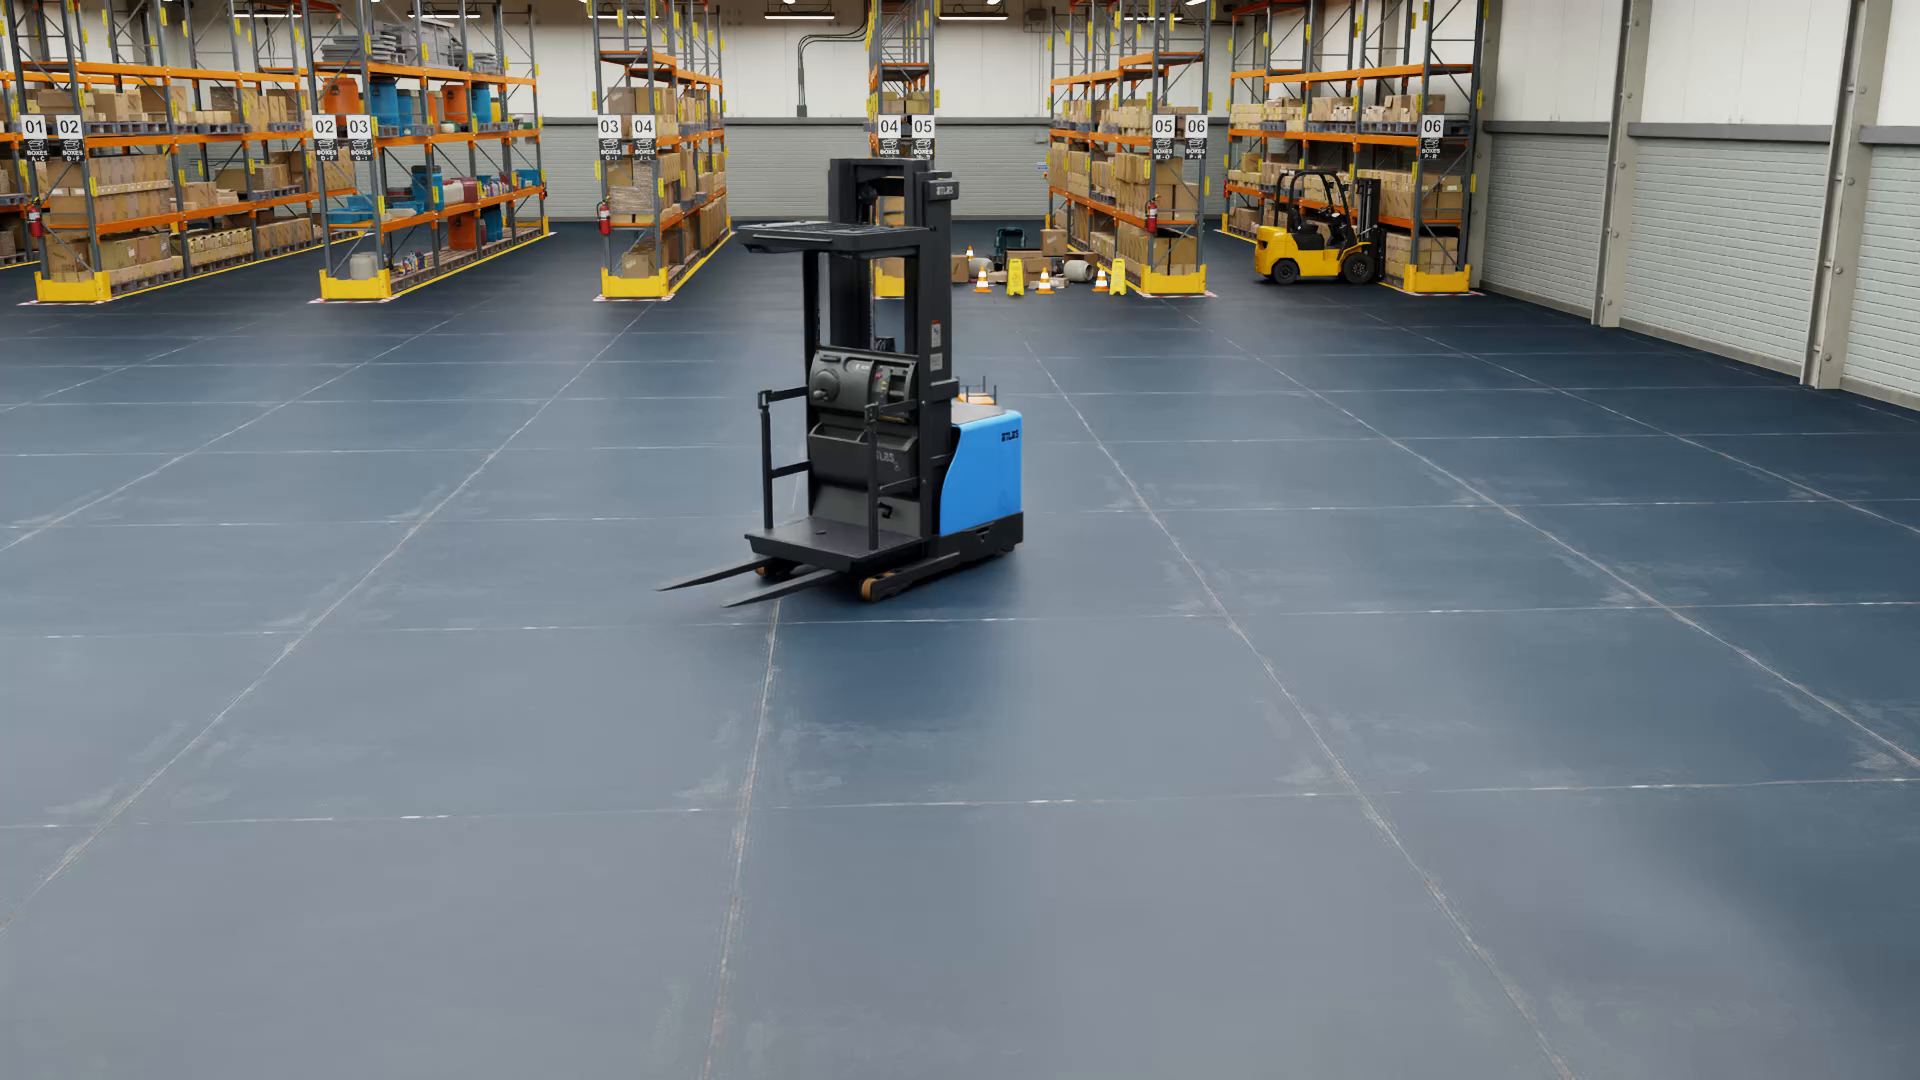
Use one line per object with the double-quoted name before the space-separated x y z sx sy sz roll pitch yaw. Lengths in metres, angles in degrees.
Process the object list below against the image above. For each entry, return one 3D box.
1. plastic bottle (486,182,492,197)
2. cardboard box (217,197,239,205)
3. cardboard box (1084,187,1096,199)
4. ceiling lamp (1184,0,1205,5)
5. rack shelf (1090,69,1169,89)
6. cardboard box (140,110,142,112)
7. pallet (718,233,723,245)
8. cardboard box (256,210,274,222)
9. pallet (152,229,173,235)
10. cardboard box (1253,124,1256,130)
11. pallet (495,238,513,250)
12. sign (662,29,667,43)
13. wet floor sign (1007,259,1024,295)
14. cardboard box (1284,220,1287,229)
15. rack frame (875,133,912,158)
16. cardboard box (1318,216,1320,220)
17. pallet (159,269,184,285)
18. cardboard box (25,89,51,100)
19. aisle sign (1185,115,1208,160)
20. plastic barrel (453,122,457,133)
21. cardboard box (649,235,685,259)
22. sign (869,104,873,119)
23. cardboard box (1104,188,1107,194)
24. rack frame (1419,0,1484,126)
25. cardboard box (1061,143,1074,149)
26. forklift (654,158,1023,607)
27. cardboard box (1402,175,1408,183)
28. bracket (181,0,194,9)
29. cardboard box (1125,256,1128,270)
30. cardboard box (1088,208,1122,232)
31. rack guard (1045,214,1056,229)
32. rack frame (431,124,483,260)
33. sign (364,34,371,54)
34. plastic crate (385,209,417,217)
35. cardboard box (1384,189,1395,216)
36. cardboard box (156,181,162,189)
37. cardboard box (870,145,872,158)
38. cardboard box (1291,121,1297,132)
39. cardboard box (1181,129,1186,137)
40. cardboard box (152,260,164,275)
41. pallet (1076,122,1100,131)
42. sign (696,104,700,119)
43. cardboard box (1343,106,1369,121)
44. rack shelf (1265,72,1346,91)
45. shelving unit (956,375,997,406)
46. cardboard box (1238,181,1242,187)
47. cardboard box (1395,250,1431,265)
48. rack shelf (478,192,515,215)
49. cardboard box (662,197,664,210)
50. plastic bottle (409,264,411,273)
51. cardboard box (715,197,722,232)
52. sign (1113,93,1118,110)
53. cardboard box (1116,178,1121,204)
"plastic bottle" -11.155 -8.288 39.317 0.144 0.351 0.185 -1 14 -3
"cardboard box" -15.971 -7.398 36.263 0.380 0.149 0.250 -1 14 -3
"cardboard box" 3.185 -8.093 38.762 0.500 0.250 0.500 -1 14 -5
"ceiling lamp" 6.040 -14.606 40.021 0.800 3.185 2.000 -1 14 -3
"rack shelf" 3.600 -9.910 35.729 1.077 0.370 4.000 -1 14 -3
"cardboard box" -21.399 -10.976 42.902 0.500 0.250 0.500 -1 14 -6
"pallet" -6.632 -7.726 42.629 1.003 0.211 1.213 -1 14 -3
"cardboard box" -16.702 -7.727 39.666 0.500 0.250 0.500 -1 14 -3
"pallet" -21.615 -8.103 44.096 1.003 0.211 1.213 -1 14 -3
"cardboard box" 7.834 -10.721 43.160 0.380 0.149 0.250 -1 14 -4
"pallet" -11.600 -7.266 40.844 1.003 0.211 1.213 -1 14 -3
"sign" -7.219 -12.318 40.649 0.100 0.325 0.005 -1 14 -3
"wet floor sign" 1.015 -4.836 30.527 0.267 0.644 0.232 -3 15 -13
"cardboard box" 8.133 -7.471 40.217 0.500 0.500 0.500 0 14 -1
"rack frame" -1.211 -6.948 34.009 1.000 3.000 0.127 -1 14 -3
"cardboard box" 8.719 -7.629 39.531 0.380 0.149 0.250 0 14 -2
"pallet" -16.048 -5.195 32.795 1.003 0.211 1.213 -1 14 -3
"cardboard box" -21.522 -10.376 38.725 0.500 0.250 0.500 -1 14 -5
"aisle sign" 4.285 -7.303 30.172 0.394 0.787 0.004 -1 14 -3
"plastic barrel" -11.292 -9.131 36.788 0.294 0.245 0.294 0 14 0
"cardboard box" -6.195 -6.171 35.123 0.700 0.500 0.500 -1 14 -4
"sign" -2.000 -9.638 37.407 0.100 0.325 0.005 -1 14 -3
"cardboard box" 3.362 -7.639 36.359 0.380 0.149 0.250 0 14 -2
"rack frame" 8.925 -9.037 30.091 1.000 3.000 0.127 -1 14 -3
"cardboard box" 2.845 -10.337 43.674 0.380 0.149 0.250 -1 14 -3
"forklift" -0.818 -1.132 11.544 1.130 2.935 3.031 11 18 36
"cardboard box" 8.603 -6.850 31.530 0.380 0.149 0.250 -1 14 -2
"bracket" -22.591 -15.656 48.592 0.235 0.232 0.430 -1 14 -3
"cardboard box" 3.570 -5.506 33.080 0.500 0.250 0.500 -1 14 -4
"cardboard box" 3.516 -7.391 39.155 0.875 0.875 0.875 -1 14 -4
"rack guard" 2.979 -8.829 46.338 1.175 0.500 0.348 -1 14 -3
"rack frame" -11.359 -7.815 37.378 1.000 3.000 0.127 -1 14 -3
"sign" -10.314 -8.636 28.953 0.100 0.325 0.005 -1 14 -3
"plastic crate" -10.757 -6.292 31.991 0.530 0.136 0.437 -1 14 -3
"cardboard box" 8.578 -6.555 32.284 0.500 0.500 0.500 -1 14 -4
"cardboard box" -15.792 -6.916 32.383 0.380 0.149 0.250 -1 14 -5
"cardboard box" -2.005 -9.727 42.006 0.500 0.500 0.500 -1 14 -5
"cardboard box" 8.124 -9.750 39.184 0.500 0.250 0.500 -1 14 -3
"cardboard box" 4.275 -7.473 30.535 0.380 0.149 0.250 -1 14 -3
"cardboard box" -15.741 -5.255 32.107 0.500 0.250 0.500 -1 14 -3
"pallet" 3.311 -9.843 39.620 1.003 0.211 1.213 0 14 -1
"sign" -5.874 -9.602 37.268 0.100 0.325 0.005 -1 14 -3
"cardboard box" 8.389 -8.964 34.963 0.500 0.311 0.500 -1 14 -5
"rack shelf" 8.306 -10.982 39.897 1.077 0.370 4.000 -1 14 -3
"shelving unit" 0.126 -0.677 13.248 0.258 1.200 0.503 -2 15 -9
"cardboard box" 7.711 -9.582 44.753 0.380 0.149 0.250 -1 14 -5
"cardboard box" 8.583 -5.362 31.519 0.500 0.250 0.500 -1 14 -4
"rack shelf" -11.483 -7.964 39.401 1.077 0.370 4.000 -1 14 -3
"cardboard box" -6.065 -6.479 31.389 0.875 0.500 0.500 -1 14 -3
"plastic bottle" -10.698 -5.273 32.235 0.097 0.201 0.097 0 14 0
"cardboard box" -6.680 -8.449 43.267 0.875 0.875 0.875 -1 14 -3
"sign" 3.170 -8.934 33.880 0.100 0.325 0.005 -1 14 -3
"cardboard box" 3.473 -7.128 33.912 0.500 0.500 0.500 -1 14 -4
